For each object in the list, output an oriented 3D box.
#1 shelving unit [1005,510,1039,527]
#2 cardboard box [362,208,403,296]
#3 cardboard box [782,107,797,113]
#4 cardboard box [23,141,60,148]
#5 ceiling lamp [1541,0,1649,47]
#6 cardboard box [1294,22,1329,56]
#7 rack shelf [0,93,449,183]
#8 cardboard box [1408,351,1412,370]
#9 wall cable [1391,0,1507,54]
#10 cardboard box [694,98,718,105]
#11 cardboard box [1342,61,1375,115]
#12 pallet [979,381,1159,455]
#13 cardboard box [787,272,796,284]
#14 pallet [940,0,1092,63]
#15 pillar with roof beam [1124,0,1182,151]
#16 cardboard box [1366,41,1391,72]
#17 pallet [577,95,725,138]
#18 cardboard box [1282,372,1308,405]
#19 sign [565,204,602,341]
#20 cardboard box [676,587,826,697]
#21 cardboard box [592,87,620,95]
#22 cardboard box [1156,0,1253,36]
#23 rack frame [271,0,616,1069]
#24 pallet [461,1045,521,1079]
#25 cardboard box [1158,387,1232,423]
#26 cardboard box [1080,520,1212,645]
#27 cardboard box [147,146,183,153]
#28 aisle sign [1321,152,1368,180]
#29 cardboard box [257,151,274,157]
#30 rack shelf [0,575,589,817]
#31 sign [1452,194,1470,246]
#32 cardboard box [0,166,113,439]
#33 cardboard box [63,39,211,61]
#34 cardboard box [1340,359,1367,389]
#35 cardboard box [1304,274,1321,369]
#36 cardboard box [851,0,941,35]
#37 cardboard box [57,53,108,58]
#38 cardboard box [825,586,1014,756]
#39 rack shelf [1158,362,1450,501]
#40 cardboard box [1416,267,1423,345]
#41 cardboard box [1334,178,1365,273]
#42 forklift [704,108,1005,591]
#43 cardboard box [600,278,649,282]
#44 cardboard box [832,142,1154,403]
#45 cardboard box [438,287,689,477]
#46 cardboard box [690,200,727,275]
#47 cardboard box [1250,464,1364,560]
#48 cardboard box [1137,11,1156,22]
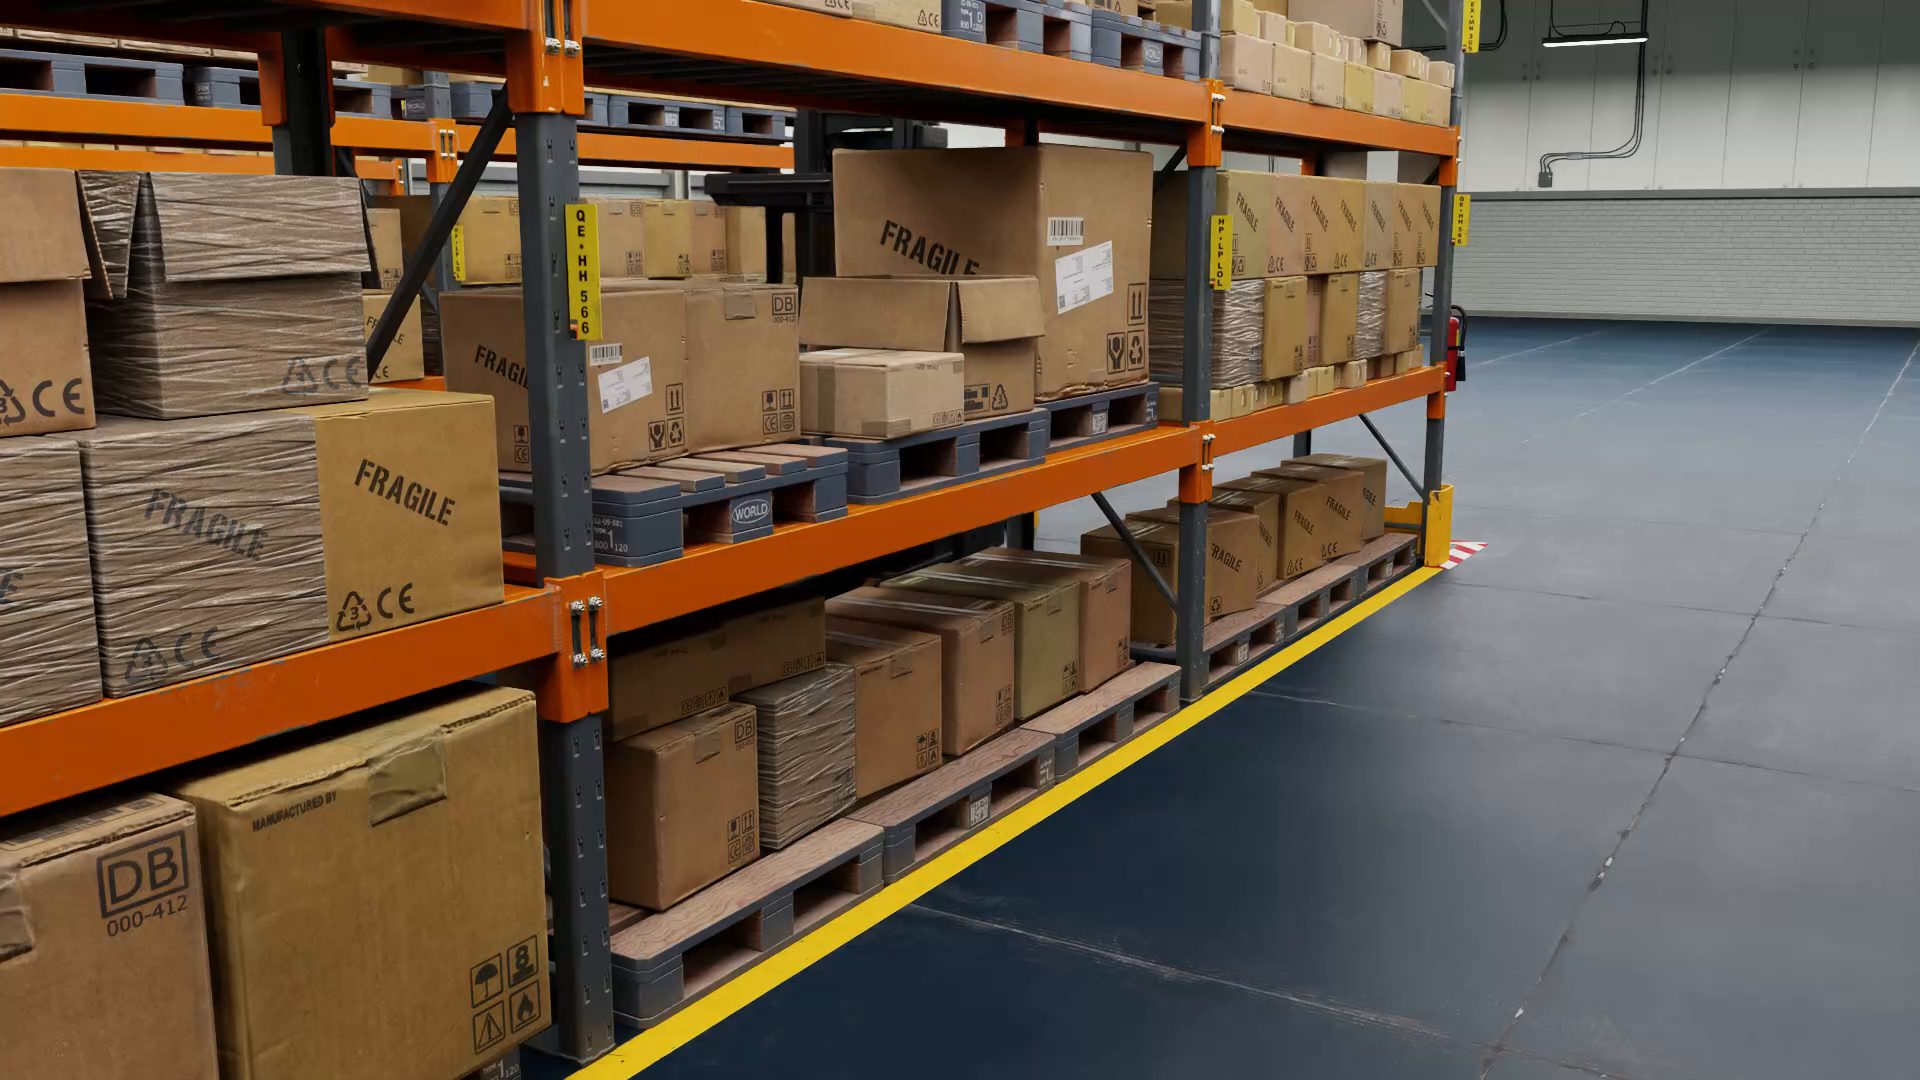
[{"bbox_3d":[0.090,-0.784,11.980,0.587,1.500,1.083,5,12,26],"label":"shelving unit"},{"bbox_3d":[-3.753,-1.714,9.884,0.700,0.500,0.500,6,12,30],"label":"cardboard box"},{"bbox_3d":[-1.438,-3.363,12.801,0.380,0.149,0.250,7,12,31],"label":"cardboard box"},{"bbox_3d":[-7.226,-3.121,12.920,0.380,0.149,0.250,6,12,31],"label":"cardboard box"},{"bbox_3d":[12.862,-11.557,33.284,2.000,3.185,0.800,6,12,31],"label":"ceiling lamp"},{"bbox_3d":[1.661,-2.546,8.489,0.380,0.149,0.250,6,12,30],"label":"cardboard box"},{"bbox_3d":[-4.539,-2.058,8.515,1.077,0.370,4.000,6,12,31],"label":"rack shelf"},{"bbox_3d":[2.661,-1.164,10.618,0.380,0.149,0.250,6,12,31],"label":"cardboard box"},{"bbox_3d":[12.109,-13.430,41.504,3.097,2.526,0.112,6,12,31],"label":"wall cable"},{"bbox_3d":[-1.967,-3.203,11.945,0.380,0.149,0.250,6,12,31],"label":"cardboard box"},{"bbox_3d":[1.943,-2.454,9.080,0.500,0.250,0.500,6,12,30],"label":"cardboard box"},{"bbox_3d":[0.165,-0.562,7.239,1.003,0.211,1.213,6,12,31],"label":"pallet"},{"bbox_3d":[-1.578,-1.892,13.417,0.875,0.550,0.550,6,12,31],"label":"cardboard box"},{"bbox_3d":[-0.261,-1.894,6.193,1.213,0.211,1.003,6,12,31],"label":"pallet"},{"bbox_3d":[8.172,-10.044,41.065,9.100,9.000,0.548,6,12,31],"label":"pillar with roof beam"},{"bbox_3d":[2.204,-2.711,9.369,0.380,0.149,0.250,6,12,28],"label":"cardboard box"},{"bbox_3d":[-2.433,-3.002,11.840,1.003,0.211,1.213,6,12,31],"label":"pallet"},{"bbox_3d":[1.589,-0.800,8.671,0.380,0.149,0.250,6,12,31],"label":"cardboard box"},{"bbox_3d":[-0.914,-0.650,4.042,0.100,0.325,0.005,6,12,31],"label":"sign"},{"bbox_3d":[-0.802,0.318,5.578,0.500,0.250,0.500,8,13,37],"label":"cardboard box"},{"bbox_3d":[-2.494,-3.044,11.093,0.380,0.149,0.250,6,12,30],"label":"cardboard box"},{"bbox_3d":[1.118,-2.381,7.606,0.380,0.149,0.250,6,12,29],"label":"cardboard box"},{"bbox_3d":[-1.391,-0.133,4.429,1.000,3.000,0.127,6,12,31],"label":"rack frame"},{"bbox_3d":[-1.864,1.354,4.062,1.003,0.211,1.213,6,12,31],"label":"pallet"},{"bbox_3d":[1.055,-0.644,7.839,0.380,0.149,0.250,6,12,31],"label":"cardboard box"},{"bbox_3d":[0.928,0.201,8.296,0.500,0.500,0.500,6,12,29],"label":"cardboard box"},{"bbox_3d":[-6.668,-3.280,13.768,0.380,0.149,0.250,6,12,30],"label":"cardboard box"},{"bbox_3d":[2.539,-2.708,11.115,0.394,0.787,0.004,6,12,31],"label":"aisle sign"},{"bbox_3d":[-6.199,-3.448,14.667,0.380,0.149,0.250,6,12,30],"label":"cardboard box"},{"bbox_3d":[-2.429,0.535,2.815,1.077,0.370,4.000,6,12,31],"label":"rack shelf"},{"bbox_3d":[3.227,-2.060,10.714,0.100,0.325,0.005,6,12,31],"label":"sign"},{"bbox_3d":[-2.125,-0.460,3.175,0.797,0.503,0.637,7,13,32],"label":"cardboard box"},{"bbox_3d":[-4.223,-2.642,8.505,0.500,0.311,0.500,6,12,29],"label":"cardboard box"},{"bbox_3d":[2.102,-0.957,9.514,0.380,0.149,0.250,6,12,31],"label":"cardboard box"},{"bbox_3d":[1.436,-1.186,8.973,0.875,0.500,0.500,6,12,31],"label":"cardboard box"},{"bbox_3d":[-0.403,-1.746,5.299,0.500,0.250,0.500,7,13,32],"label":"cardboard box"},{"bbox_3d":[-4.653,-2.642,8.630,0.396,0.266,0.258,6,12,31],"label":"cardboard box"},{"bbox_3d":[-0.205,0.506,6.613,0.700,0.500,0.500,5,12,26],"label":"cardboard box"},{"bbox_3d":[1.725,-0.723,9.536,1.077,0.370,4.000,6,12,31],"label":"rack shelf"},{"bbox_3d":[2.454,-1.503,10.665,0.875,0.500,0.500,6,12,31],"label":"cardboard box"},{"bbox_3d":[1.905,-1.733,9.175,0.500,0.500,0.500,6,12,31],"label":"cardboard box"},{"bbox_3d":[-0.818,-1.147,10.033,1.130,2.935,3.031,5,12,27],"label":"forklift"},{"bbox_3d":[-2.672,-1.547,11.575,0.875,0.550,0.550,6,12,31],"label":"cardboard box"},{"bbox_3d":[0.154,-1.152,7.099,1.000,1.000,1.000,6,12,31],"label":"cardboard box"},{"bbox_3d":[-1.144,-0.478,4.855,0.500,0.500,0.500,5,12,24],"label":"cardboard box"},{"bbox_3d":[-2.263,-2.261,12.450,0.875,0.550,0.550,6,12,31],"label":"cardboard box"},{"bbox_3d":[2.143,-0.175,10.305,0.500,0.500,0.500,-10,14,-43],"label":"cardboard box"},{"bbox_3d":[0.825,-2.471,8.089,0.380,0.149,0.250,7,12,31],"label":"cardboard box"}]
